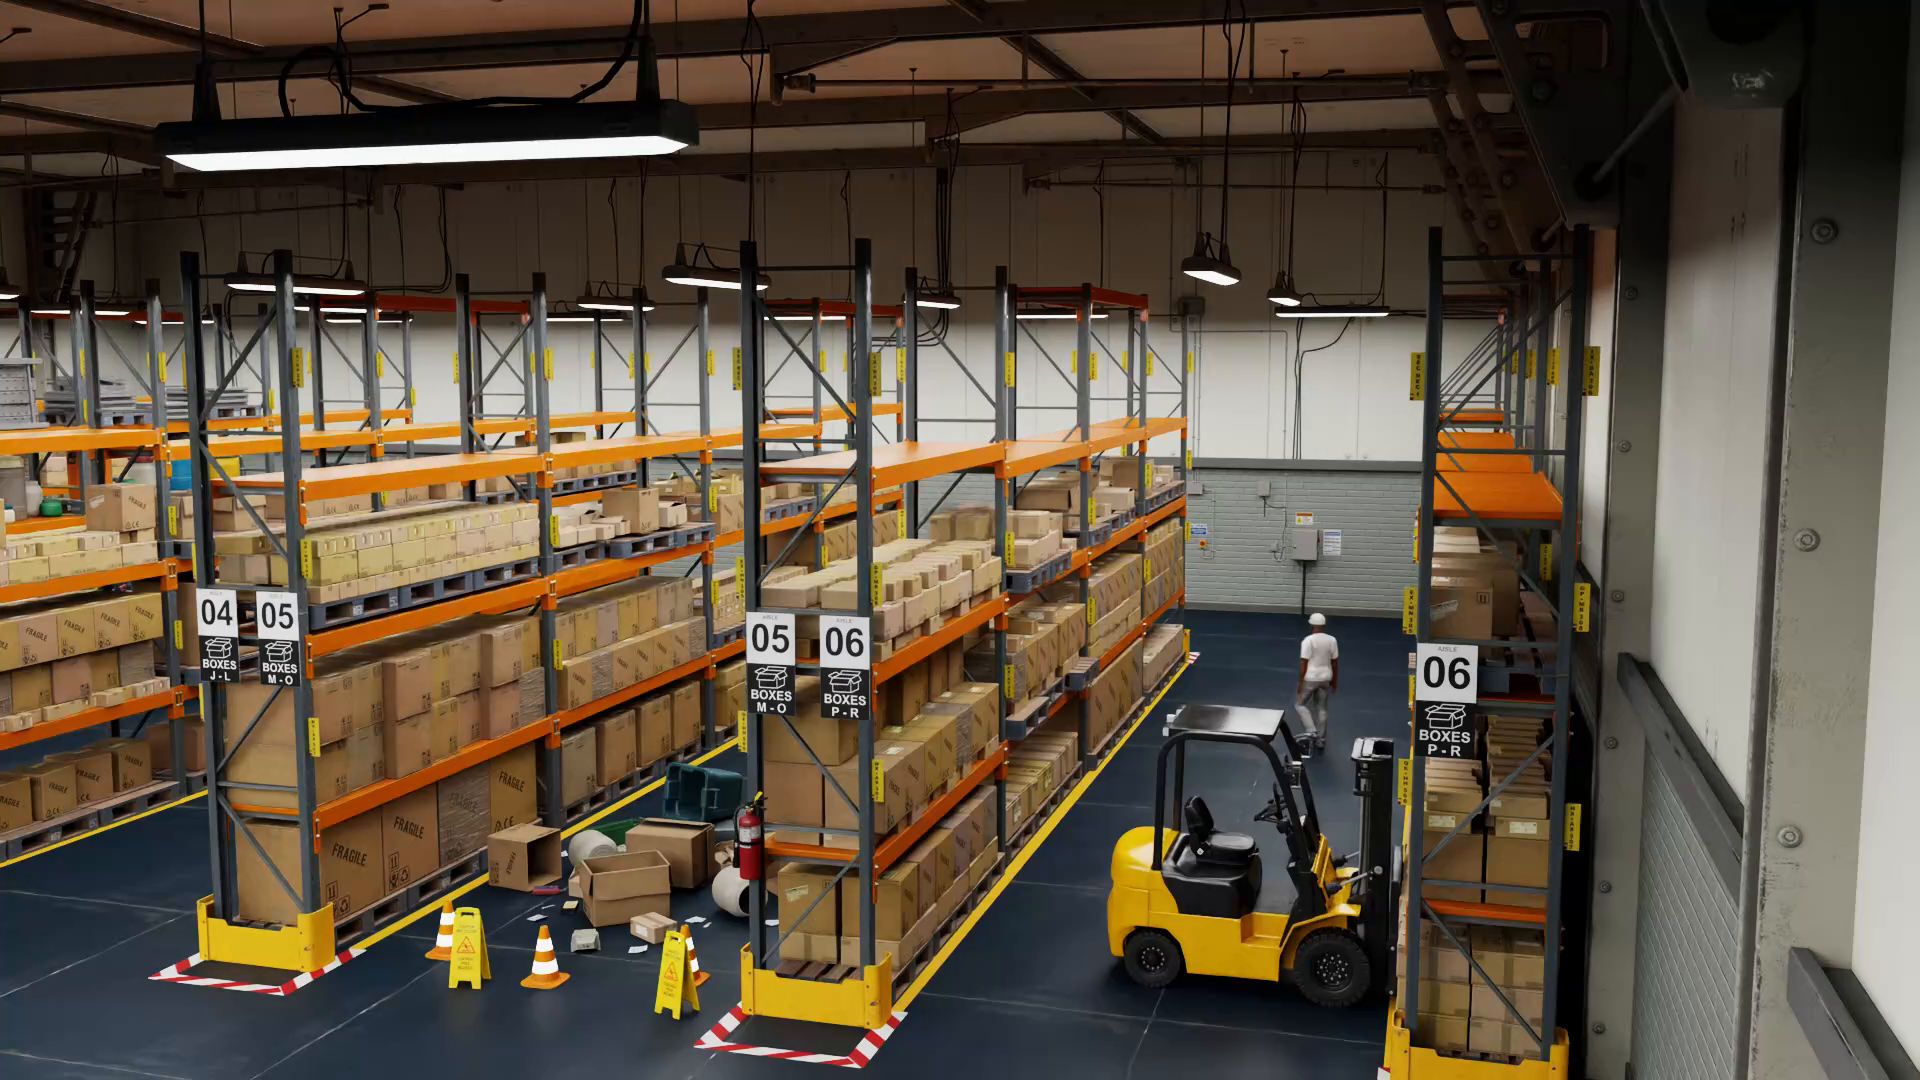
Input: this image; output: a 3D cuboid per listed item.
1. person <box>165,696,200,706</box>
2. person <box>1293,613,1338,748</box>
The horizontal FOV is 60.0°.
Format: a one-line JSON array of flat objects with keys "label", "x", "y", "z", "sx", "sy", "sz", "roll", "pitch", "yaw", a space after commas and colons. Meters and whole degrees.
[{"label": "person", "x": -11.518, "y": 1.554, "z": 24.518, "sx": 0.633, "sy": 1.713, "sz": 1.079, "roll": 1, "pitch": 6, "yaw": 7}, {"label": "person", "x": 4.703, "y": 1.846, "z": 21.868, "sx": 0.616, "sy": 1.767, "sz": 0.467, "roll": -2, "pitch": 7, "yaw": -21}]
